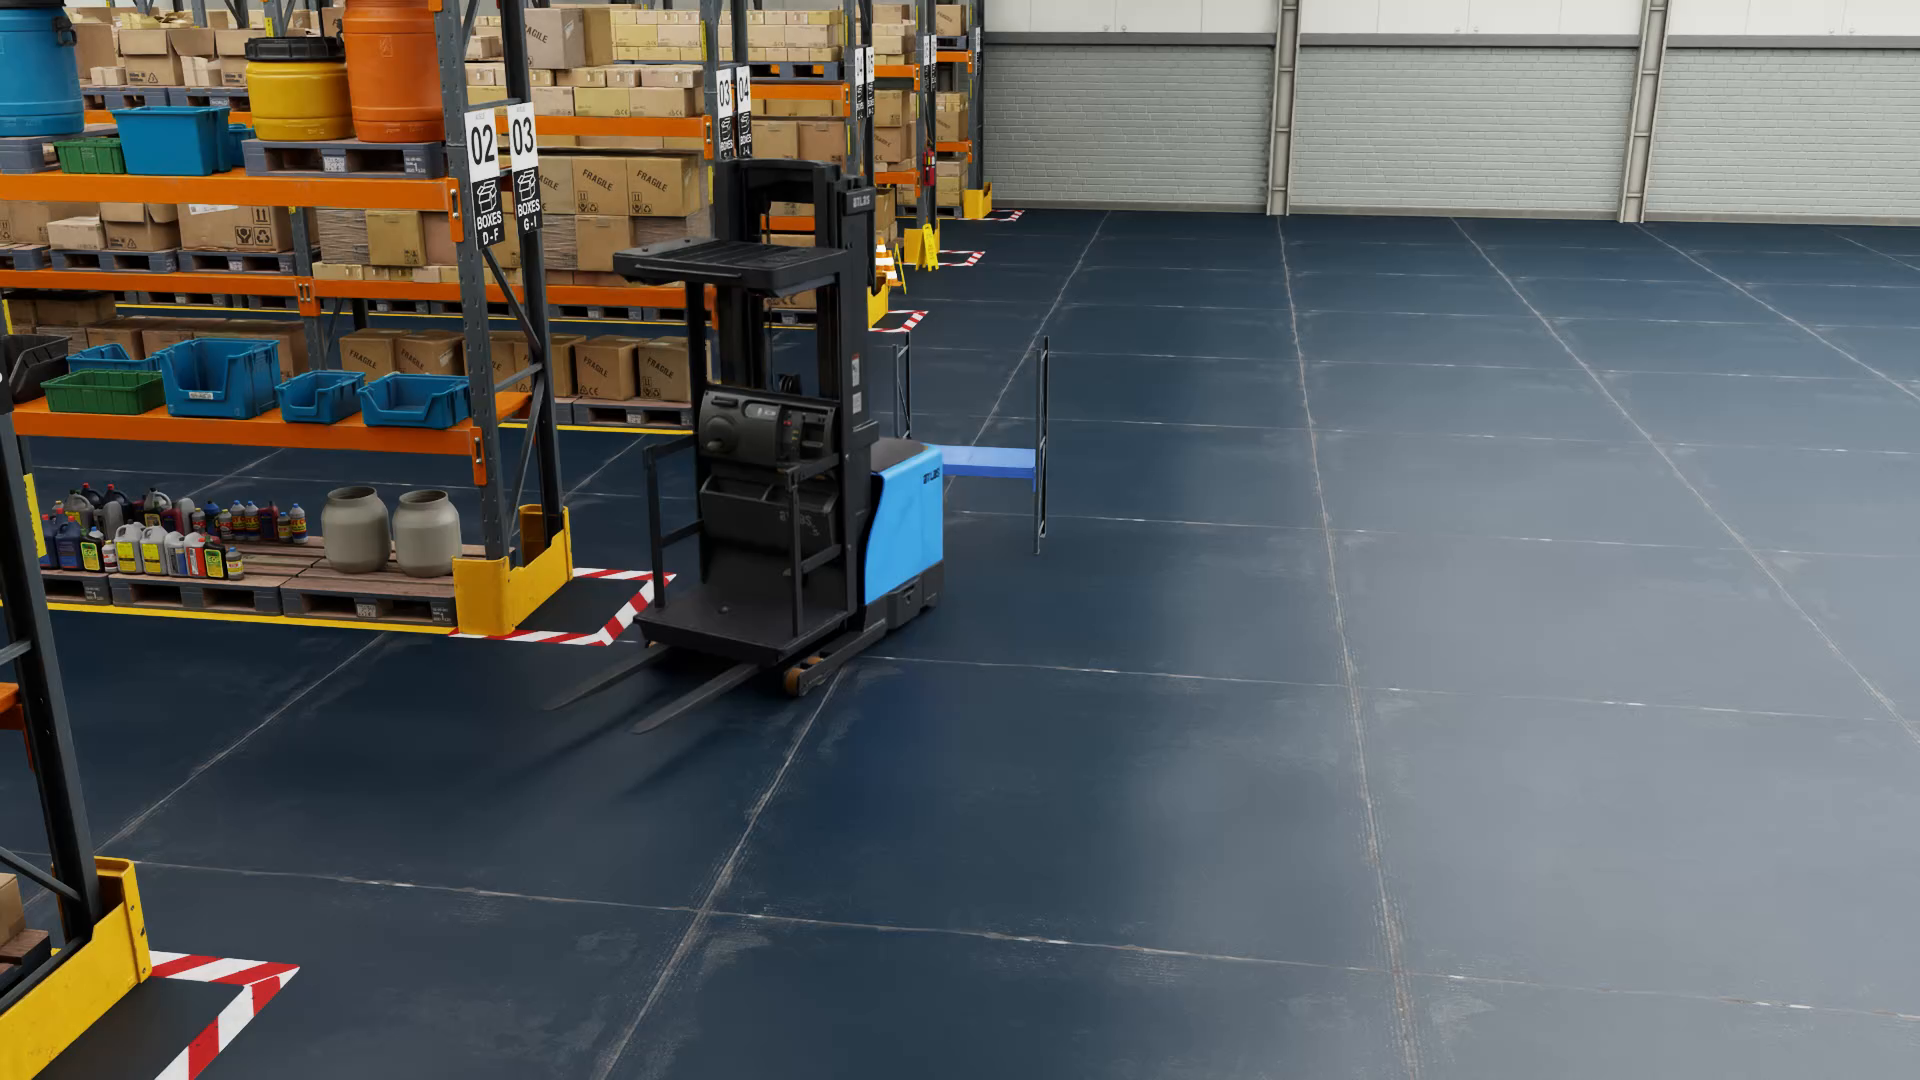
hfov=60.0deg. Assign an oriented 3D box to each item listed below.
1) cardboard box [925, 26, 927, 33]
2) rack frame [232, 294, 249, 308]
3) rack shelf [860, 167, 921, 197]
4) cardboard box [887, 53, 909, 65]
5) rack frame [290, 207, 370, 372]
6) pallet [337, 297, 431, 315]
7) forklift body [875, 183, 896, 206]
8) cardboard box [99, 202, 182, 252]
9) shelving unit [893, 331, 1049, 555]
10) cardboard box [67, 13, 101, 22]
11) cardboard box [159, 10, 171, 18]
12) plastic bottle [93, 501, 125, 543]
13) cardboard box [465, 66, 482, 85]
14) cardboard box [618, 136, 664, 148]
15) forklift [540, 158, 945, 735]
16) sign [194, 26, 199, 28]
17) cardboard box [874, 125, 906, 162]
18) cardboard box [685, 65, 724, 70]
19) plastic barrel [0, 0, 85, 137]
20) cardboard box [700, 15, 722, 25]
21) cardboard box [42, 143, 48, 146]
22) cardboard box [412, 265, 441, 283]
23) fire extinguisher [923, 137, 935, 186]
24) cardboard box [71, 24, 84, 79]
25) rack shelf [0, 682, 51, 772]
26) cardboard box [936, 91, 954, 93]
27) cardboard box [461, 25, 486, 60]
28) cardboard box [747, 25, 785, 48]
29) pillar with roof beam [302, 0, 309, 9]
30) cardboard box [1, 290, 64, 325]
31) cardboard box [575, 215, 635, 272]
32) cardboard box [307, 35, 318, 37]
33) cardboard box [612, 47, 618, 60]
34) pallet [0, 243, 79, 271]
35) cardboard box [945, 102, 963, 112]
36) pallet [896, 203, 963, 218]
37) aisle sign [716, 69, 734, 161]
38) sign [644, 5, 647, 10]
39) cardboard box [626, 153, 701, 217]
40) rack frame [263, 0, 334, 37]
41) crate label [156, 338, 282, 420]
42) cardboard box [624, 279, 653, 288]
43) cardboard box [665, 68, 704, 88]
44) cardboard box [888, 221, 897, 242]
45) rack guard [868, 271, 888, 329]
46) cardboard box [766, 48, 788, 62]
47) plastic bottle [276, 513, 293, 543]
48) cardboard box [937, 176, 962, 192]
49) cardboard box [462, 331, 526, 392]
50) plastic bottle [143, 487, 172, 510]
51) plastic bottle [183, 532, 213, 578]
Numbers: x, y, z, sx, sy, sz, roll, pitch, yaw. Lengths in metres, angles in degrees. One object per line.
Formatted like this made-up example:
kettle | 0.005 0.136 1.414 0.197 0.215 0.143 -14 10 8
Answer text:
cardboard box | -0.576 -8.723 28.494 0.250 0.149 0.380 2 19 7
rack frame | -9.078 -4.518 21.078 0.127 3.000 1.000 3 19 9
rack shelf | -2.468 -5.430 24.940 4.000 0.370 1.077 3 19 9
cardboard box | -0.890 -6.905 23.880 0.250 0.149 0.380 3 19 9
rack frame | -6.015 -2.768 15.847 0.127 3.000 1.000 3 19 9
pallet | -7.110 -3.070 21.146 1.213 0.211 1.003 3 19 9
forklift body | -1.872 -6.348 27.884 1.214 2.155 2.313 3 19 9
cardboard box | -7.741 -3.074 15.939 0.637 0.503 0.797 5 19 14
shelving unit | 0.084 -0.707 12.052 1.048 1.500 0.538 3 19 9
cardboard box | -10.792 -6.348 20.456 0.258 0.266 0.396 3 19 9
cardboard box | -14.610 -9.628 30.605 0.500 0.250 0.500 3 19 8
plastic bottle | -5.928 -0.133 11.574 0.135 0.276 0.152 3 19 9
cardboard box | -4.449 -4.141 14.834 0.250 0.149 0.380 3 19 8
cardboard box | -3.697 -4.809 20.010 0.550 0.550 0.875 3 19 9
forklift | -1.240 -0.648 9.620 1.130 2.935 3.031 10 21 27
sign | -9.166 -6.016 20.012 0.005 0.325 0.100 3 19 9
cardboard box | -1.073 -5.800 24.285 0.500 0.500 0.500 3 19 8
cardboard box | -2.301 -4.193 14.988 0.250 0.149 0.380 3 19 8
plastic barrel | -5.835 -2.992 10.338 0.708 0.901 0.600 3 19 9
cardboard box | -2.821 -6.018 19.154 0.250 0.149 0.380 3 19 8
cardboard box | -11.820 -5.082 21.561 0.250 0.149 0.380 3 19 8
cardboard box | -4.866 -2.488 15.407 0.250 0.149 0.380 3 19 9
fire extinguisher | -0.454 -5.484 24.088 0.183 0.674 0.296 3 19 9
cardboard box | -8.543 -4.522 15.418 0.500 0.500 0.500 2 19 7
rack shelf | -5.615 0.778 6.386 4.000 0.370 1.077 3 19 9
cardboard box | -0.260 -7.839 29.356 0.250 0.149 0.380 4 19 11
cardboard box | -7.458 -7.493 25.084 0.500 0.500 0.700 3 19 9
cardboard box | -2.200 -5.817 19.181 0.500 0.250 0.500 3 19 9
pillar with roof beam | -12.785 -9.644 26.944 0.400 9.000 9.100 3 19 9
cardboard box | -9.298 -2.323 16.584 0.500 0.250 0.500 4 19 11
cardboard box | -3.117 -2.779 15.254 0.500 0.500 0.875 3 19 9
cardboard box | -7.903 -5.985 20.153 0.500 0.250 0.500 3 19 10
cardboard box | -4.073 -5.703 19.471 0.250 0.149 0.380 3 19 8
pallet | -9.244 -2.875 16.472 1.003 0.211 1.213 3 19 9
cardboard box | -0.097 -7.511 28.844 0.250 0.149 0.380 3 19 9
pallet | -0.472 -5.929 29.691 1.213 0.211 1.003 3 19 9
aisle sign | -2.052 -3.702 14.543 0.004 0.787 0.394 3 19 9
sign | -4.527 -7.553 23.986 0.005 0.325 0.100 3 19 9
cardboard box | -2.648 -3.179 14.875 0.500 0.500 0.500 3 19 9
rack frame | -6.015 -5.613 14.895 0.127 3.000 1.000 3 19 9
crate label | -4.711 -1.039 10.626 0.616 0.435 0.502 3 19 9
cardboard box | -2.881 -2.406 15.163 0.250 0.149 0.380 3 19 9
cardboard box | -2.389 -4.023 14.480 0.250 0.149 0.380 3 19 9
cardboard box | -1.246 -4.693 25.275 0.500 0.250 0.500 3 19 8
rack guard | -1.155 -2.929 20.268 0.348 0.500 1.175 3 19 9
cardboard box | -2.063 -5.601 19.165 0.250 0.149 0.380 3 19 9
plastic bottle | -4.694 -0.090 11.562 0.097 0.201 0.097 0 18 0
cardboard box | -0.240 -6.285 29.244 0.500 0.250 0.500 3 19 8
cardboard box | -4.434 -1.716 15.981 0.500 0.500 0.500 1 19 4
plastic bottle | -5.611 -0.200 11.656 0.185 0.351 0.144 3 19 8
plastic bottle | -4.978 0.092 10.900 0.135 0.276 0.152 3 19 9
